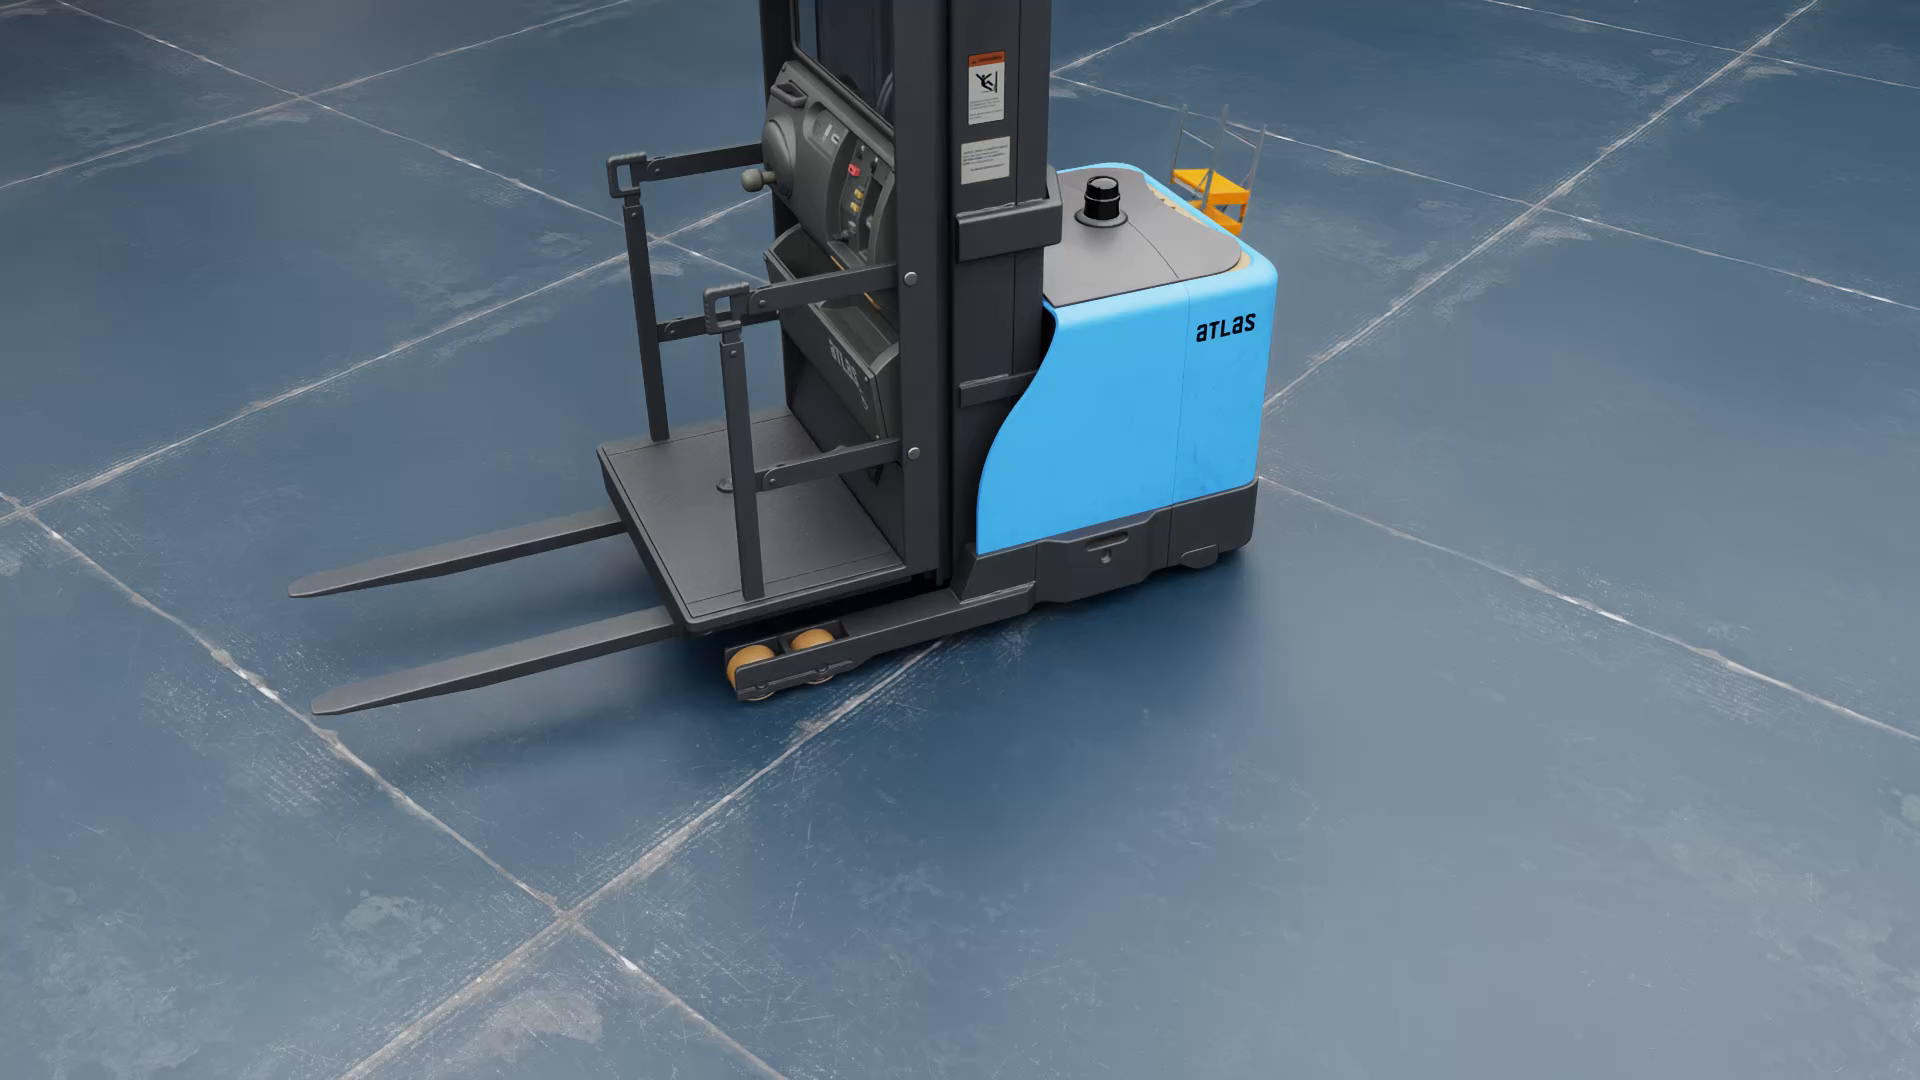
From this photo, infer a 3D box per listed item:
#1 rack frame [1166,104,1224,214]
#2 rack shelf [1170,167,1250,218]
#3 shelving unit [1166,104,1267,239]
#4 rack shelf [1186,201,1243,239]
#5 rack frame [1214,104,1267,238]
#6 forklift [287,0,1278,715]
[{"bbox_3d":[0.754,-0.956,6.042,0.006,1.200,0.240,-8,34,-28],"label":"rack frame"},{"bbox_3d":[0.880,-1.238,5.929,0.180,0.103,0.258,-8,34,-28],"label":"rack shelf"},{"bbox_3d":[0.834,-0.968,6.086,0.189,1.200,0.258,-8,34,-28],"label":"shelving unit"},{"bbox_3d":[0.863,-1.135,5.989,0.180,0.103,0.258,-8,34,-28],"label":"rack shelf"},{"bbox_3d":[0.914,-0.979,6.129,0.006,1.200,0.240,-8,34,-28],"label":"rack frame"},{"bbox_3d":[-0.568,-1.063,4.709,3.031,2.935,1.130,-14,37,-20],"label":"forklift"}]
